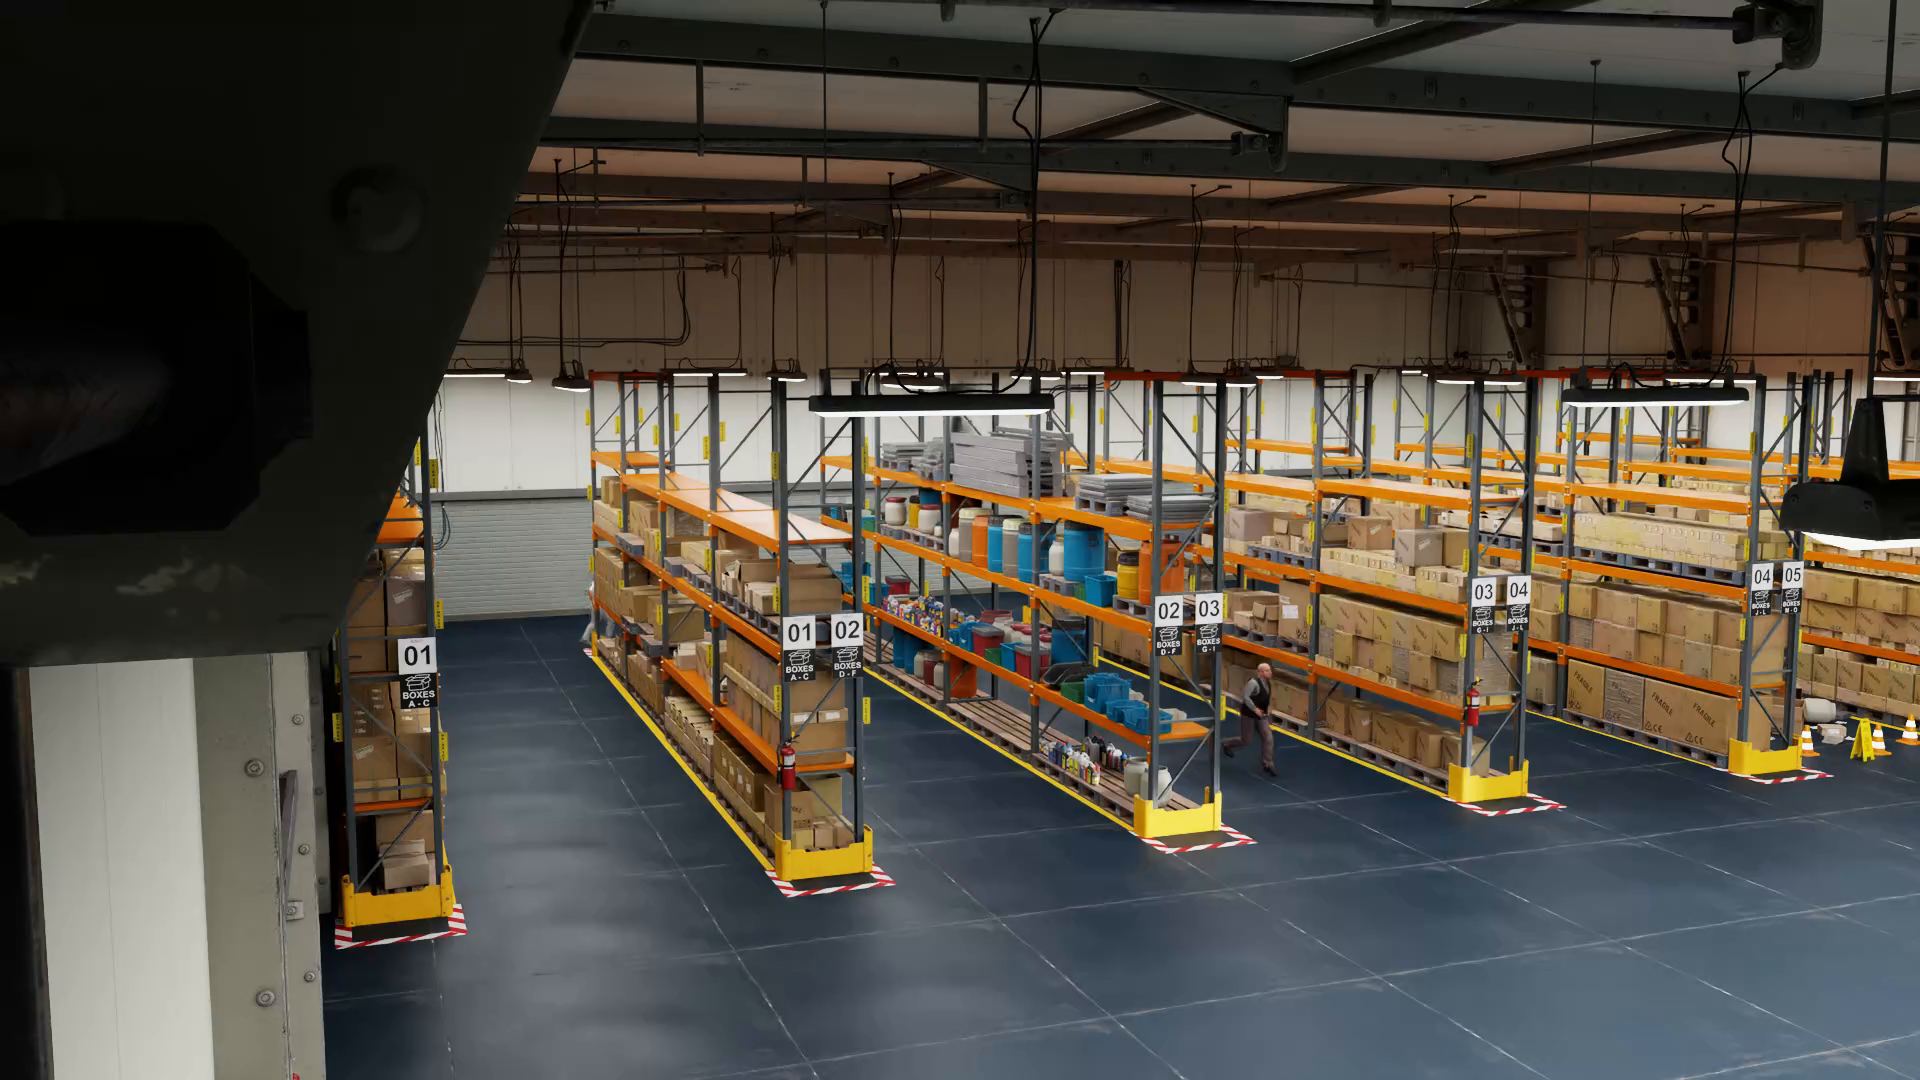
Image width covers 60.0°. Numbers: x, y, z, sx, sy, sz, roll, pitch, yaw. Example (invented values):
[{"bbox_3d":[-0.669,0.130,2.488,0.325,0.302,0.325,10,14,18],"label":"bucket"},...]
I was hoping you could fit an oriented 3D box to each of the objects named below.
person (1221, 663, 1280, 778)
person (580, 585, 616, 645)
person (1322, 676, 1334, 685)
[{"bbox_3d":[4.427,2.691,25.226,0.659,1.717,1.062,-6,9,-43],"label":"person"},{"bbox_3d":[-7.853,1.494,36.035,0.767,1.693,0.585,-3,7,-21],"label":"person"},{"bbox_3d":[7.081,2.100,31.293,0.528,1.530,0.663,-4,7,-29],"label":"person"}]
